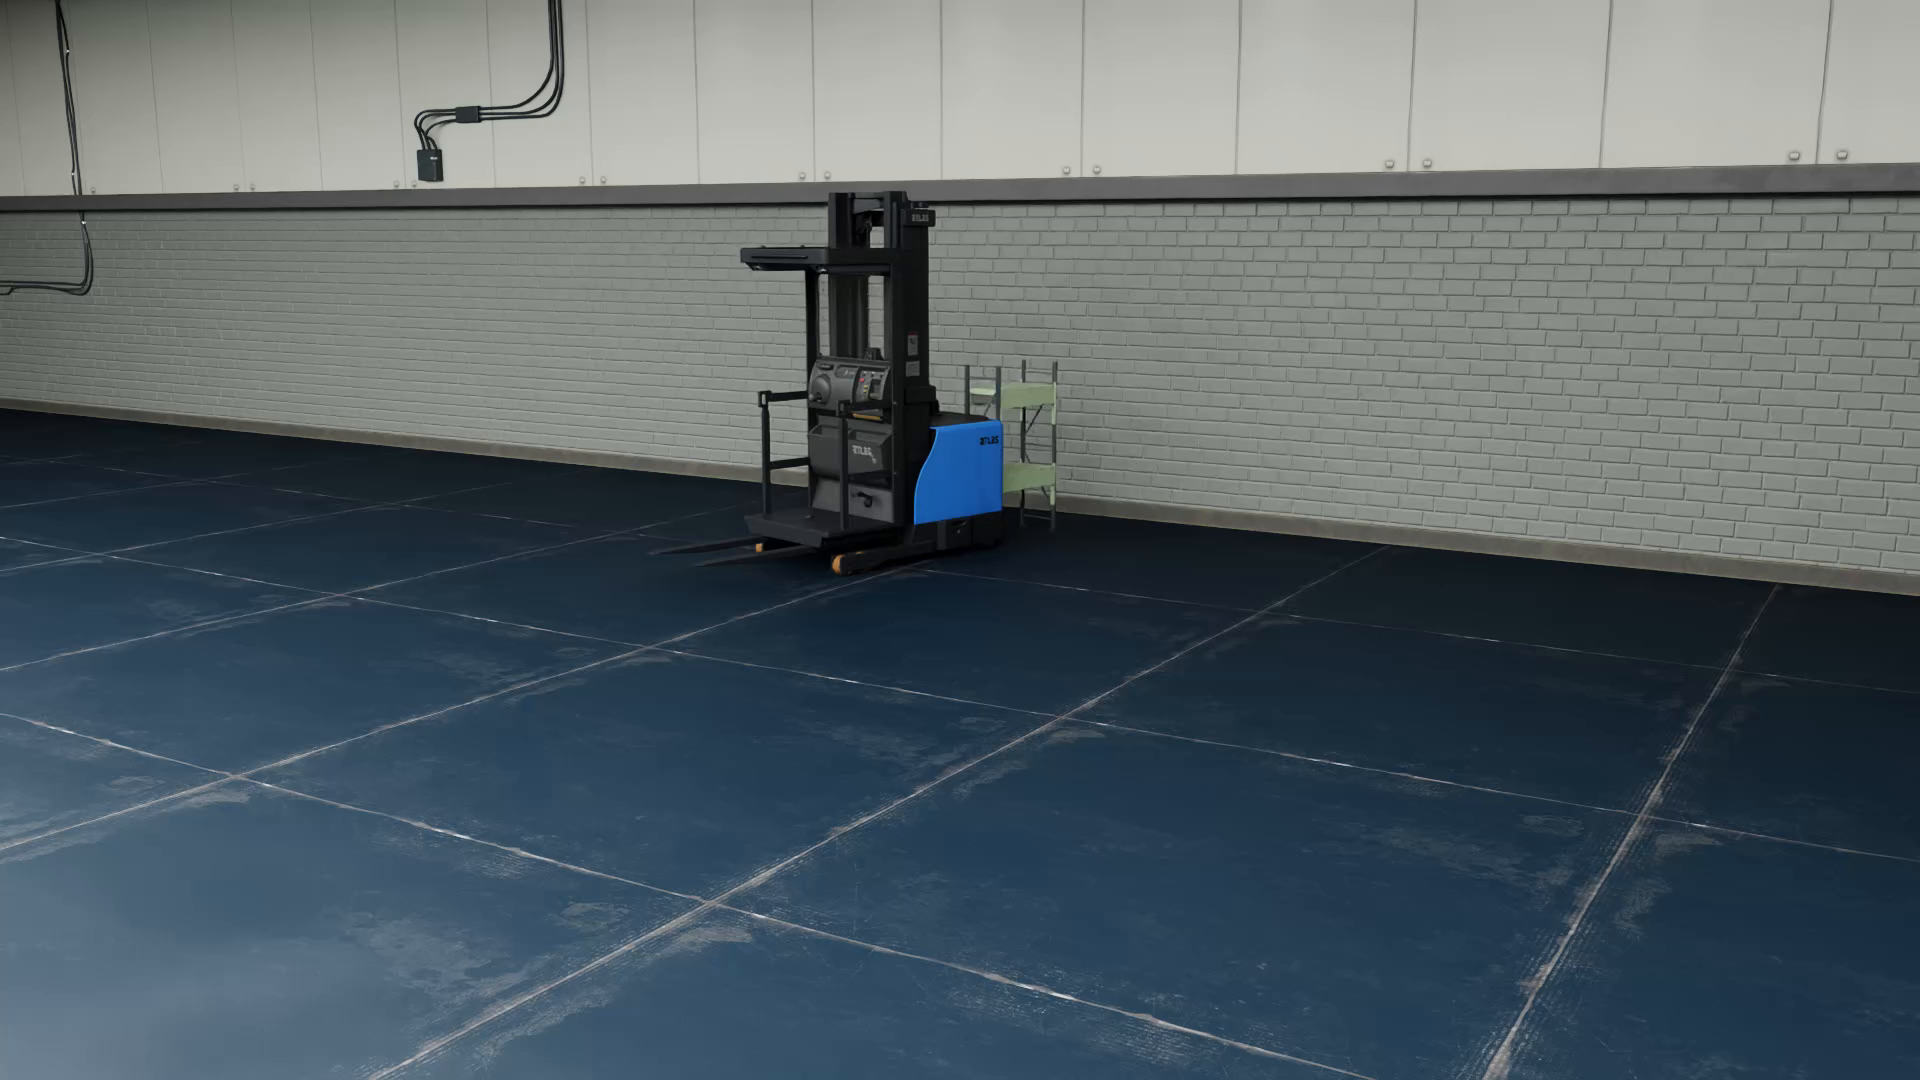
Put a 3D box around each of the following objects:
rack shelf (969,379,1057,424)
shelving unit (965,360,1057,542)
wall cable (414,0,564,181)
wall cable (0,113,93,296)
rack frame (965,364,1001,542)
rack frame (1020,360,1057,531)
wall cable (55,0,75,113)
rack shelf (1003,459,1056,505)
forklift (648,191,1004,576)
[{"bbox_3d":[0.444,-1.176,14.455,0.431,0.370,0.720,10,14,43],"label":"rack shelf"},{"bbox_3d":[0.444,-0.793,14.527,0.431,1.500,0.755,10,14,43],"label":"shelving unit"},{"bbox_3d":[-5.338,-7.055,18.356,2.305,6.003,0.169,6,12,31],"label":"wall cable"},{"bbox_3d":[-13.443,-4.766,23.813,3.097,2.526,0.112,6,12,31],"label":"wall cable"},{"bbox_3d":[0.193,-0.744,14.266,0.400,1.500,0.023,10,14,43],"label":"rack frame"},{"bbox_3d":[0.696,-0.841,14.788,0.400,1.500,0.023,10,14,43],"label":"rack frame"},{"bbox_3d":[-11.131,-6.990,21.967,3.097,2.526,0.112,6,12,31],"label":"wall cable"},{"bbox_3d":[0.444,-0.472,14.587,0.431,0.370,0.720,10,14,43],"label":"rack shelf"},{"bbox_3d":[-1.041,-1.270,13.187,3.031,2.935,1.130,-10,14,-42],"label":"forklift"}]
